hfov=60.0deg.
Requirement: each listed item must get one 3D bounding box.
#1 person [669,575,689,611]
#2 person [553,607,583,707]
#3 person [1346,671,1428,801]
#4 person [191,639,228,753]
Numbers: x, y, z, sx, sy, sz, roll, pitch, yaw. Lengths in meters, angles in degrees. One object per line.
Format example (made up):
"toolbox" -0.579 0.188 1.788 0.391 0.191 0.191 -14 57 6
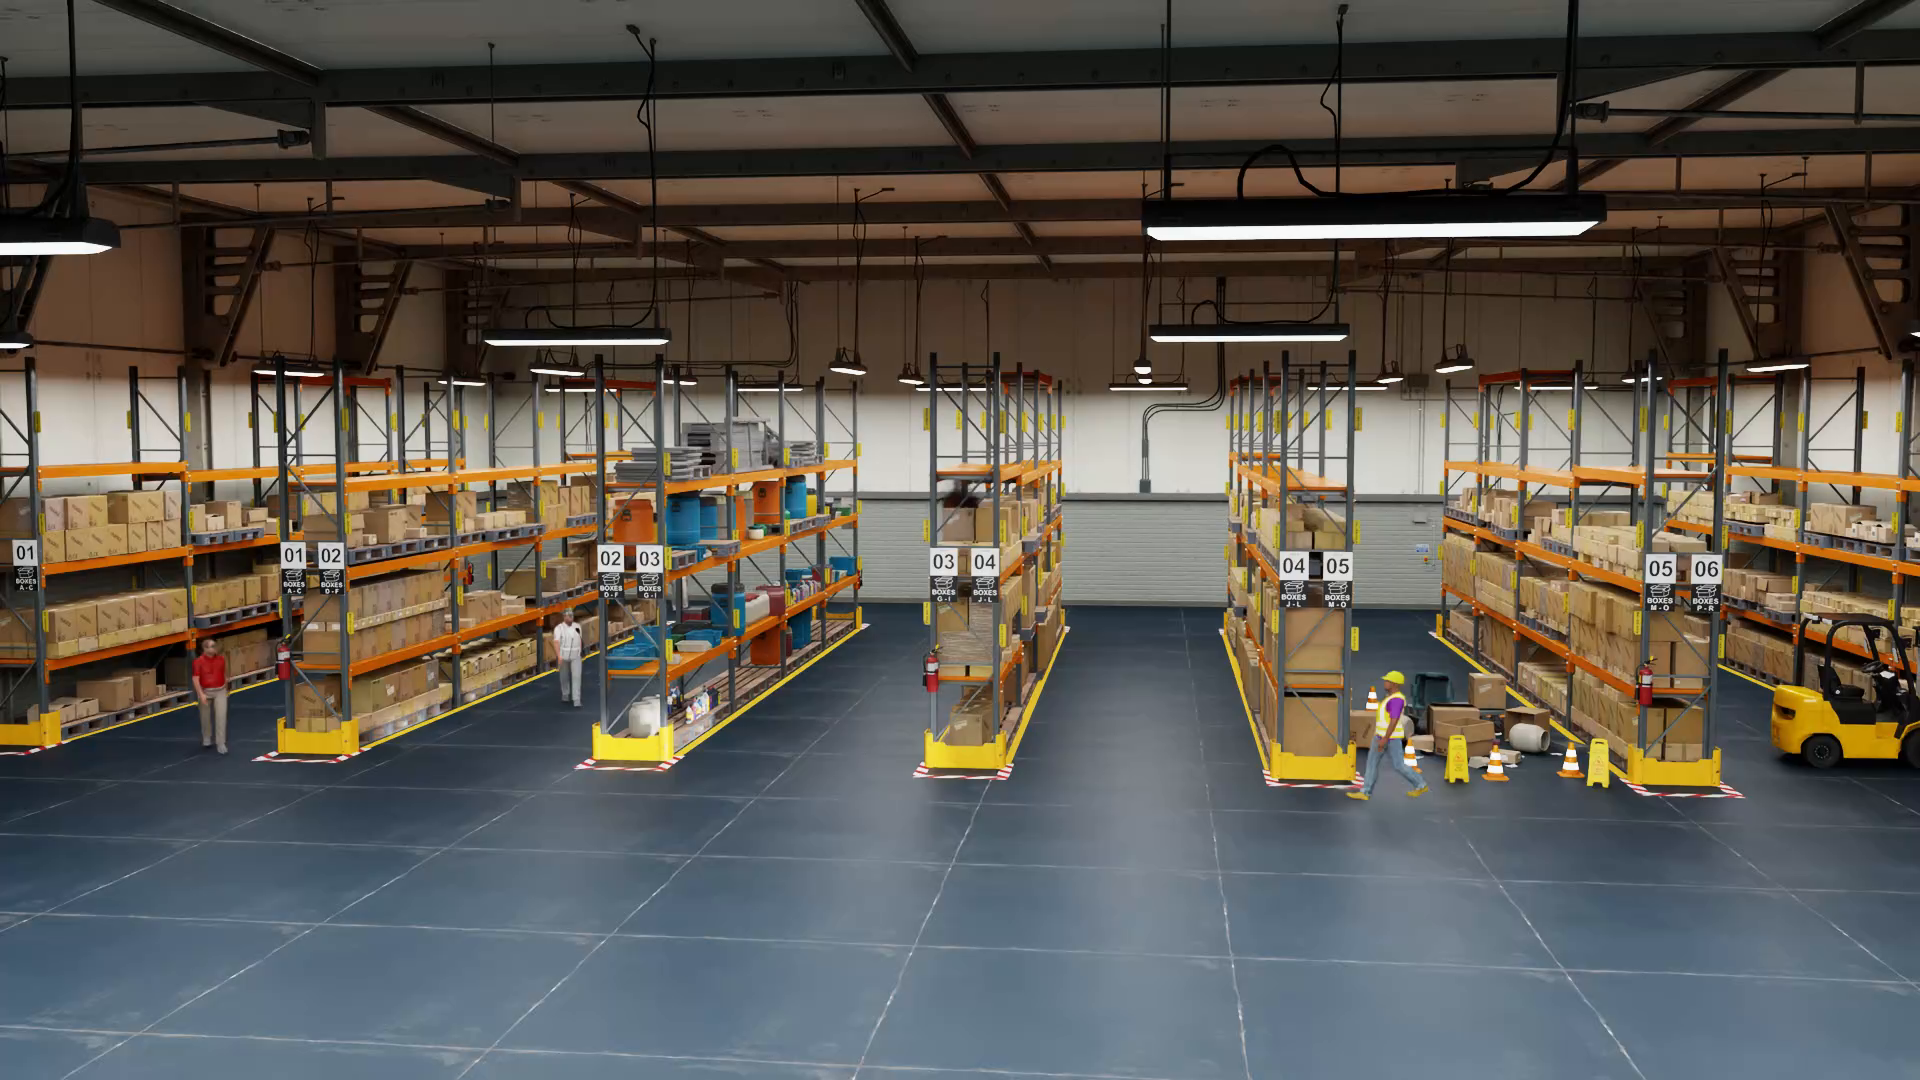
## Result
"person" -7.363 1.027 43.599 0.600 1.716 0.961 -2 4 -24
"person" -6.918 2.048 29.376 0.523 1.722 1.037 -1 4 -12
"person" 5.663 2.593 21.908 1.028 1.734 0.540 -1 4 -15
"person" -11.427 2.354 25.343 0.508 1.675 1.025 -2 4 -26
